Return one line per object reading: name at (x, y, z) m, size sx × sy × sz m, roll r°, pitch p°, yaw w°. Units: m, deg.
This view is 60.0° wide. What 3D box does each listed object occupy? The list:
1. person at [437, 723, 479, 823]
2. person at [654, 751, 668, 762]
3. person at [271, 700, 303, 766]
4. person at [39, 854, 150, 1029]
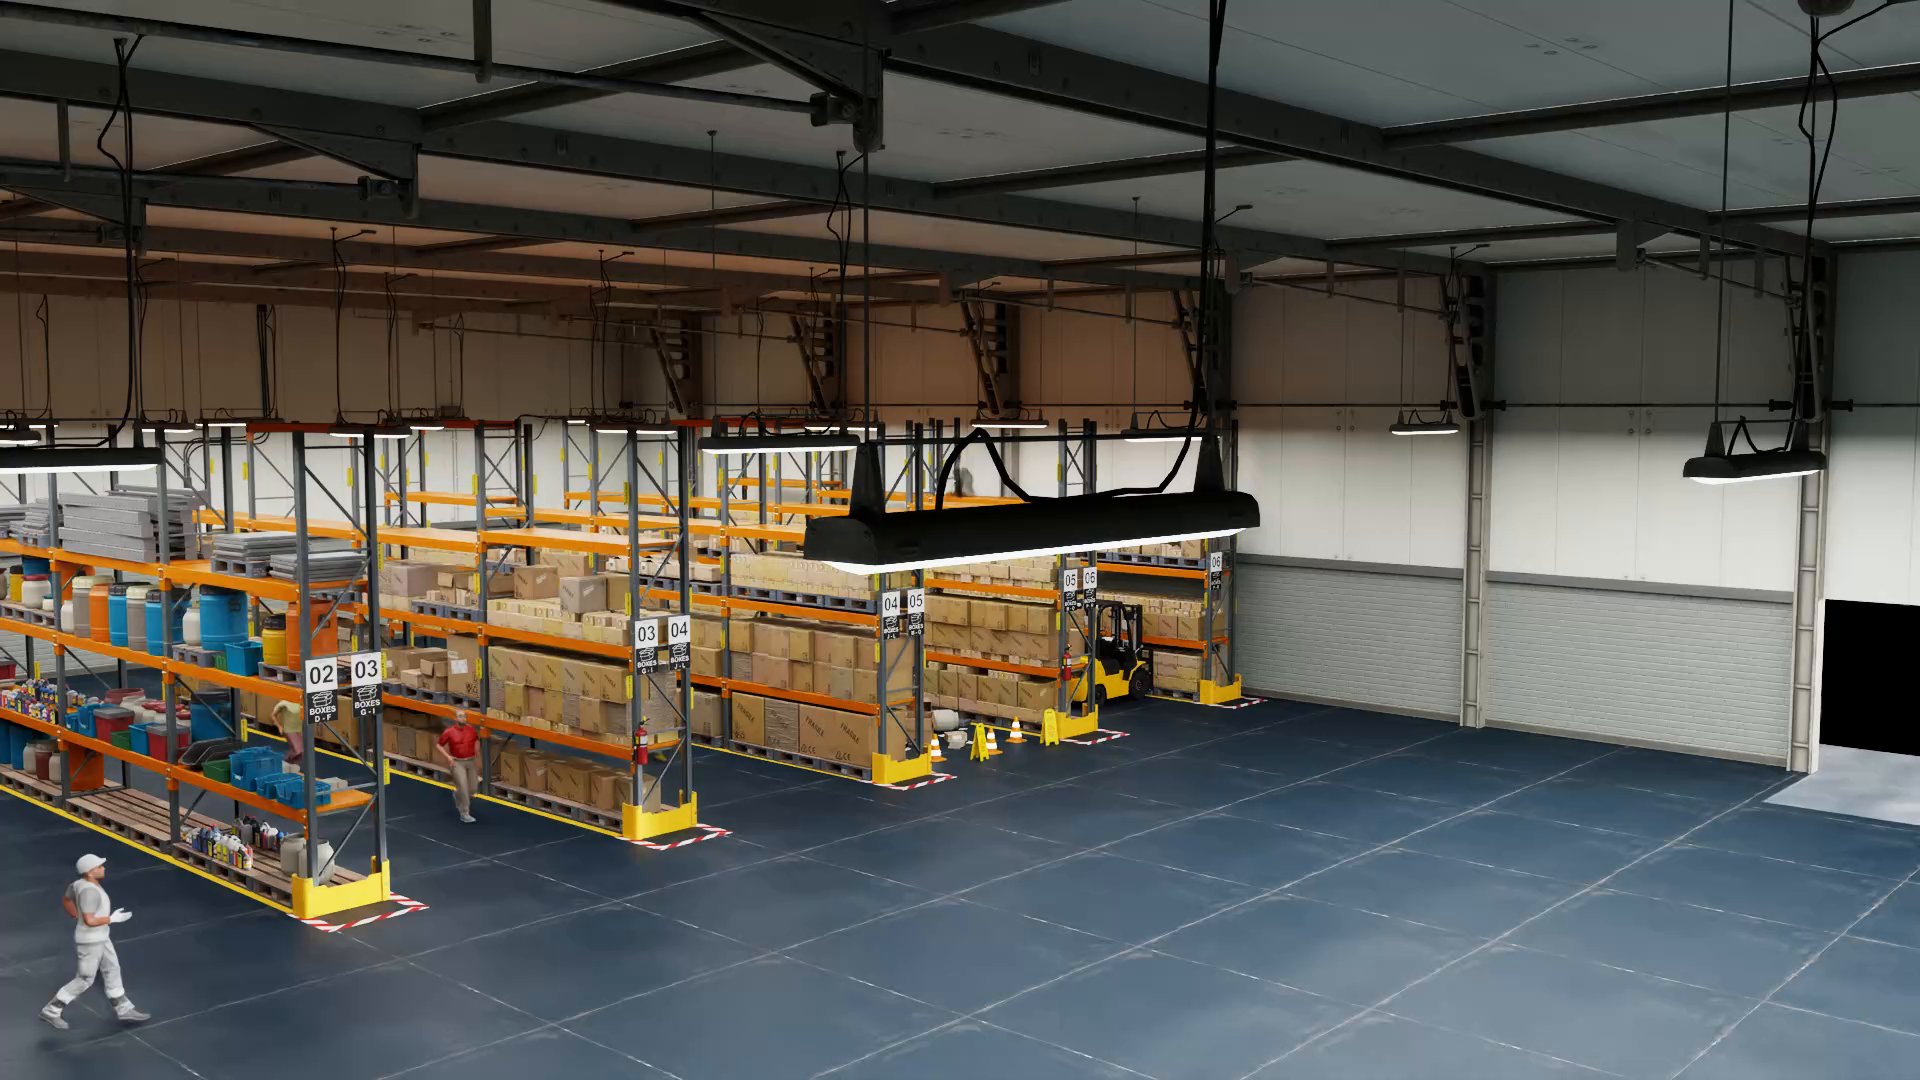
person at (-7.607, 3.518, 25.340) m, size 0.779 × 1.481 × 0.645 m, roll 5°, pitch 6°, yaw 44°
person at (-5.563, 3.046, 29.675) m, size 0.932 × 1.754 × 0.679 m, roll 4°, pitch 6°, yaw 39°
person at (-11.172, 3.208, 27.929) m, size 0.517 × 1.574 × 0.573 m, roll 3°, pitch 6°, yaw 33°
person at (-8.733, 4.042, 16.725) m, size 0.991 × 1.789 × 0.616 m, roll -2°, pitch 5°, yaw -23°
